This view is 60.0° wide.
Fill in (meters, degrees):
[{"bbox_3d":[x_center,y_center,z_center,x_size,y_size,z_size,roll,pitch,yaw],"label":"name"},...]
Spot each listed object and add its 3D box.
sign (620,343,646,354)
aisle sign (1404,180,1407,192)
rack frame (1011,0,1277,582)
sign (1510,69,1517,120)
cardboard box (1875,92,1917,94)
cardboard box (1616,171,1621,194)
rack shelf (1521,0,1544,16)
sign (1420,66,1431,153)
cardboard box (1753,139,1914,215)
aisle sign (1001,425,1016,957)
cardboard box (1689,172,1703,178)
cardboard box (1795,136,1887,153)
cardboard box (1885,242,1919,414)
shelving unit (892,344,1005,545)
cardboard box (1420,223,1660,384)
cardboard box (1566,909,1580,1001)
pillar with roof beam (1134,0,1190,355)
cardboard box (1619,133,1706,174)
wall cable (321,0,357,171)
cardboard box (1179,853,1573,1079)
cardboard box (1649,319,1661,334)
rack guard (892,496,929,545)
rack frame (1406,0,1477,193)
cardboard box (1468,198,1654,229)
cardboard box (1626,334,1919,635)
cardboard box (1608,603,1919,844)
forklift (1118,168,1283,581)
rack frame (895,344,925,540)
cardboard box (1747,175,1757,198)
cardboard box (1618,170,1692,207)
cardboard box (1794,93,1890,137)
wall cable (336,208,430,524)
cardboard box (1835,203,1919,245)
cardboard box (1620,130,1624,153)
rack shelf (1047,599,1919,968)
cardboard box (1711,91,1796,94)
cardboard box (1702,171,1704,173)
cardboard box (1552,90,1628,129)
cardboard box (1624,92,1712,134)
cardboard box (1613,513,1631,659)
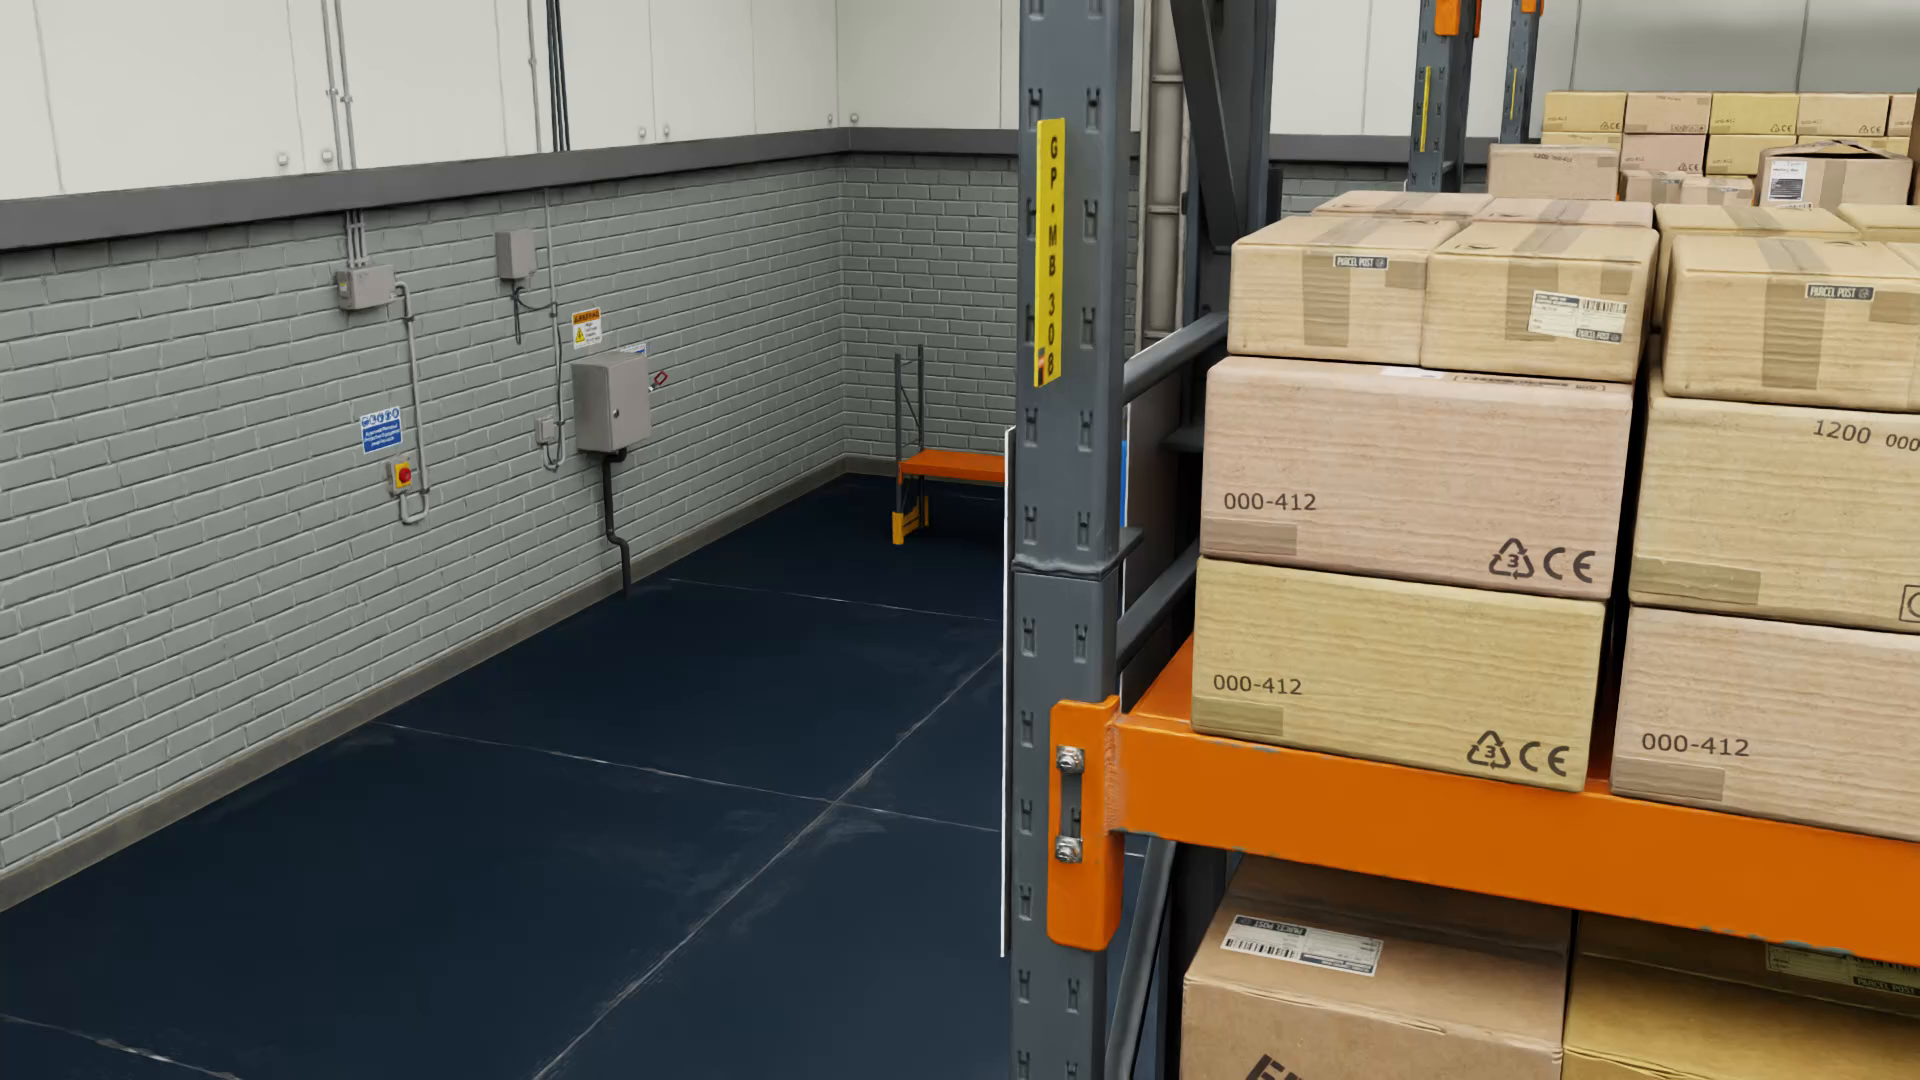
[{"bbox_3d":[-2.324,-1.138,11.884,0.001,0.494,0.329,6,17,21],"label":"sign"},{"bbox_3d":[1.861,-1.114,6.969,0.004,0.787,0.394,6,17,21],"label":"aisle sign"},{"bbox_3d":[0.312,-1.521,2.271,0.127,3.000,1.000,6,17,21],"label":"rack frame"},{"bbox_3d":[3.653,-2.941,10.976,0.005,0.325,0.100,6,17,21],"label":"sign"},{"bbox_3d":[6.257,-2.789,10.859,0.500,0.250,0.500,6,17,20],"label":"cardboard box"},{"bbox_3d":[4.317,-2.428,11.229,0.250,0.149,0.380,7,17,22],"label":"cardboard box"},{"bbox_3d":[5.713,-3.551,10.560,4.000,0.370,1.077,6,17,21],"label":"rack shelf"},{"bbox_3d":[1.825,-1.689,6.520,0.005,0.325,0.100,6,17,21],"label":"sign"},{"bbox_3d":[3.409,-1.415,6.515,0.500,0.311,0.500,7,17,22],"label":"cardboard box"},{"bbox_3d":[0.134,0.182,2.503,0.004,0.787,0.394,6,17,21],"label":"aisle sign"},{"bbox_3d":[4.743,-2.346,10.943,0.250,0.149,0.380,7,17,22],"label":"cardboard box"},{"bbox_3d":[5.606,-2.467,10.648,0.500,0.250,0.500,6,17,20],"label":"cardboard box"},{"bbox_3d":[1.212,-0.245,1.914,0.250,0.149,0.380,7,17,21],"label":"cardboard box"},{"bbox_3d":[0.071,-0.712,12.938,1.083,1.500,0.587,6,17,21],"label":"shelving unit"},{"bbox_3d":[0.761,-0.317,2.161,0.250,0.149,0.380,7,18,23],"label":"cardboard box"},{"bbox_3d":[0.829,0.672,2.973,0.500,0.500,0.500,6,17,19],"label":"cardboard box"},{"bbox_3d":[0.095,-3.496,9.074,0.400,9.000,9.100,6,17,21],"label":"pillar with roof beam"},{"bbox_3d":[4.645,-2.570,11.001,0.500,0.250,0.500,7,17,22],"label":"cardboard box"},{"bbox_3d":[-3.360,-3.324,8.481,0.029,3.000,0.463,6,17,21],"label":"wall cable"},{"bbox_3d":[0.633,0.804,2.517,0.500,0.500,0.500,6,17,20],"label":"cardboard box"},{"bbox_3d":[1.310,-0.215,2.526,0.500,0.250,0.500,6,17,19],"label":"cardboard box"},{"bbox_3d":[-0.392,-0.163,13.287,0.087,0.250,0.587,6,17,21],"label":"rack guard"},{"bbox_3d":[2.035,-2.815,6.729,0.127,3.000,1.000,6,17,21],"label":"rack frame"},{"bbox_3d":[0.931,-0.437,2.575,0.250,0.149,0.380,7,17,21],"label":"cardboard box"},{"bbox_3d":[1.111,-0.083,2.070,0.500,0.250,0.500,6,17,20],"label":"cardboard box"},{"bbox_3d":[1.124,0.159,2.134,0.500,0.250,0.500,7,18,22],"label":"cardboard box"},{"bbox_3d":[2.344,-1.034,11.478,3.031,2.935,1.130,9,18,28],"label":"forklift"},{"bbox_3d":[-0.394,-0.764,13.114,0.032,1.500,0.500,6,17,21],"label":"rack frame"},{"bbox_3d":[5.243,-2.311,10.825,0.250,0.149,0.380,6,17,20],"label":"cardboard box"},{"bbox_3d":[2.906,-1.458,6.955,0.250,0.149,0.380,5,17,16],"label":"cardboard box"},{"bbox_3d":[5.589,-2.708,10.580,0.500,0.250,0.500,7,18,22],"label":"cardboard box"},{"bbox_3d":[-3.219,-1.007,9.385,0.123,1.953,0.585,6,17,21],"label":"wall cable"},{"bbox_3d":[1.447,-0.406,2.470,0.250,0.149,0.380,7,17,22],"label":"cardboard box"},{"bbox_3d":[4.366,-2.758,11.648,0.500,0.250,0.500,6,17,20],"label":"cardboard box"},{"bbox_3d":[2.173,0.470,2.085,4.000,0.370,1.077,6,17,21],"label":"rack shelf"},{"bbox_3d":[5.335,-2.896,11.229,0.500,0.250,0.500,6,17,21],"label":"cardboard box"},{"bbox_3d":[4.958,-2.486,11.426,0.250,0.149,0.380,6,17,19],"label":"cardboard box"},{"bbox_3d":[4.368,-3.000,11.585,0.500,0.250,0.500,6,17,19],"label":"cardboard box"},{"bbox_3d":[4.639,-2.805,10.916,0.500,0.250,0.500,6,17,20],"label":"cardboard box"},{"bbox_3d":[1.310,0.020,2.613,0.500,0.250,0.500,6,17,21],"label":"cardboard box"}]
